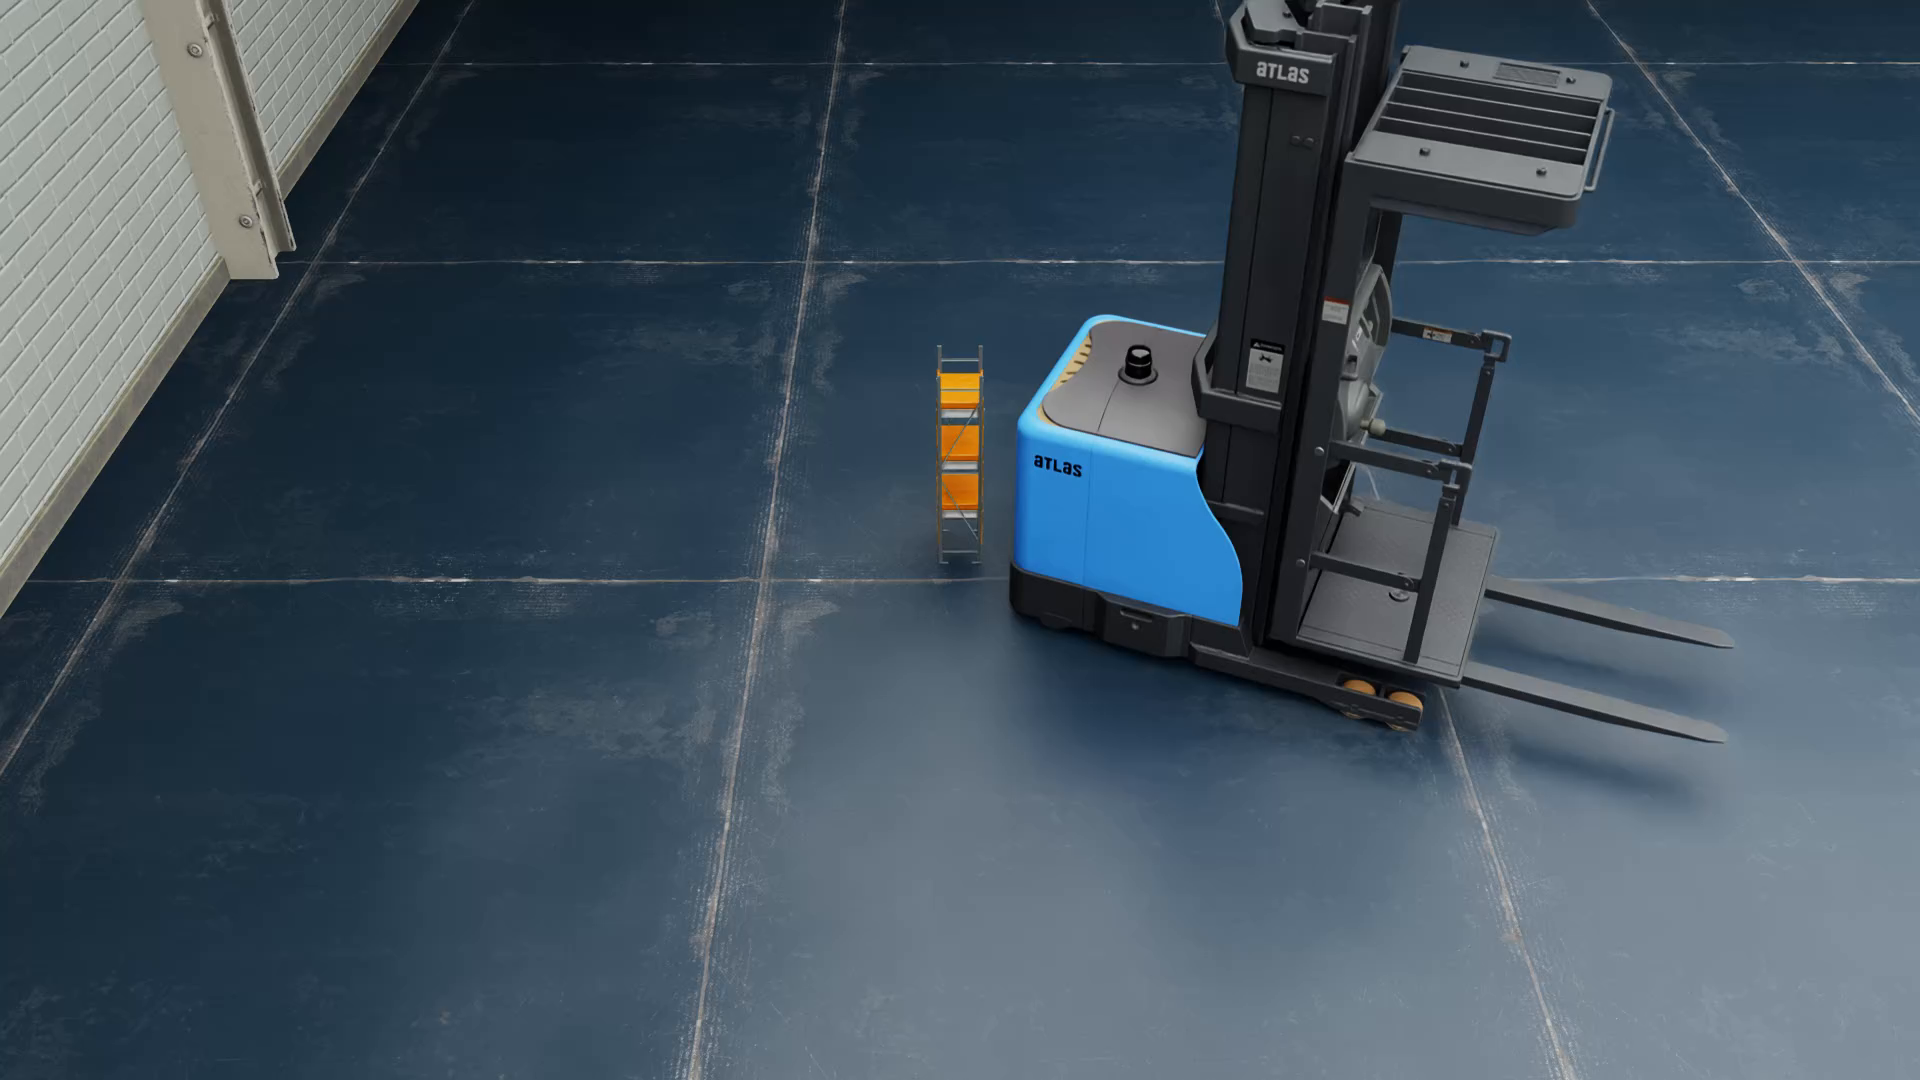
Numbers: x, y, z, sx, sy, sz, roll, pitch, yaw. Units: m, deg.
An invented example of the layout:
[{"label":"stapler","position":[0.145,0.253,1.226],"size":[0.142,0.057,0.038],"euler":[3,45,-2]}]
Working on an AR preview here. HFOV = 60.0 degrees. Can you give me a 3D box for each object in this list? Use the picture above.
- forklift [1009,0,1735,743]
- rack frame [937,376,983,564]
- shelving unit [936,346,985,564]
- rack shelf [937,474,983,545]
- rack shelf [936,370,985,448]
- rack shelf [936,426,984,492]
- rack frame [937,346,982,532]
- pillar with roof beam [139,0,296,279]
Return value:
[{"label":"forklift","position":[1.790,-0.719,6.550],"size":[3.031,2.935,1.130],"euler":[15,41,18]},{"label":"rack frame","position":[0.000,-0.300,7.530],"size":[0.200,1.050,0.008],"euler":[0,39,0]},{"label":"shelving unit","position":[0.000,-0.376,7.625],"size":[0.215,1.050,0.252],"euler":[0,39,0]},{"label":"rack shelf","position":[0.000,-0.151,7.806],"size":[0.215,0.259,0.240],"euler":[0,39,0]},{"label":"rack shelf","position":[0.000,-0.589,7.455],"size":[0.215,0.259,0.240],"euler":[0,39,0]},{"label":"rack shelf","position":[0.000,-0.368,7.632],"size":[0.215,0.259,0.240],"euler":[0,39,0]},{"label":"rack frame","position":[0.000,-0.453,7.721],"size":[0.200,1.050,0.008],"euler":[0,39,0]},{"label":"pillar with roof beam","position":[0.062,-5.200,7.288],"size":[9.100,9.000,0.400],"euler":[0,39,0]}]
